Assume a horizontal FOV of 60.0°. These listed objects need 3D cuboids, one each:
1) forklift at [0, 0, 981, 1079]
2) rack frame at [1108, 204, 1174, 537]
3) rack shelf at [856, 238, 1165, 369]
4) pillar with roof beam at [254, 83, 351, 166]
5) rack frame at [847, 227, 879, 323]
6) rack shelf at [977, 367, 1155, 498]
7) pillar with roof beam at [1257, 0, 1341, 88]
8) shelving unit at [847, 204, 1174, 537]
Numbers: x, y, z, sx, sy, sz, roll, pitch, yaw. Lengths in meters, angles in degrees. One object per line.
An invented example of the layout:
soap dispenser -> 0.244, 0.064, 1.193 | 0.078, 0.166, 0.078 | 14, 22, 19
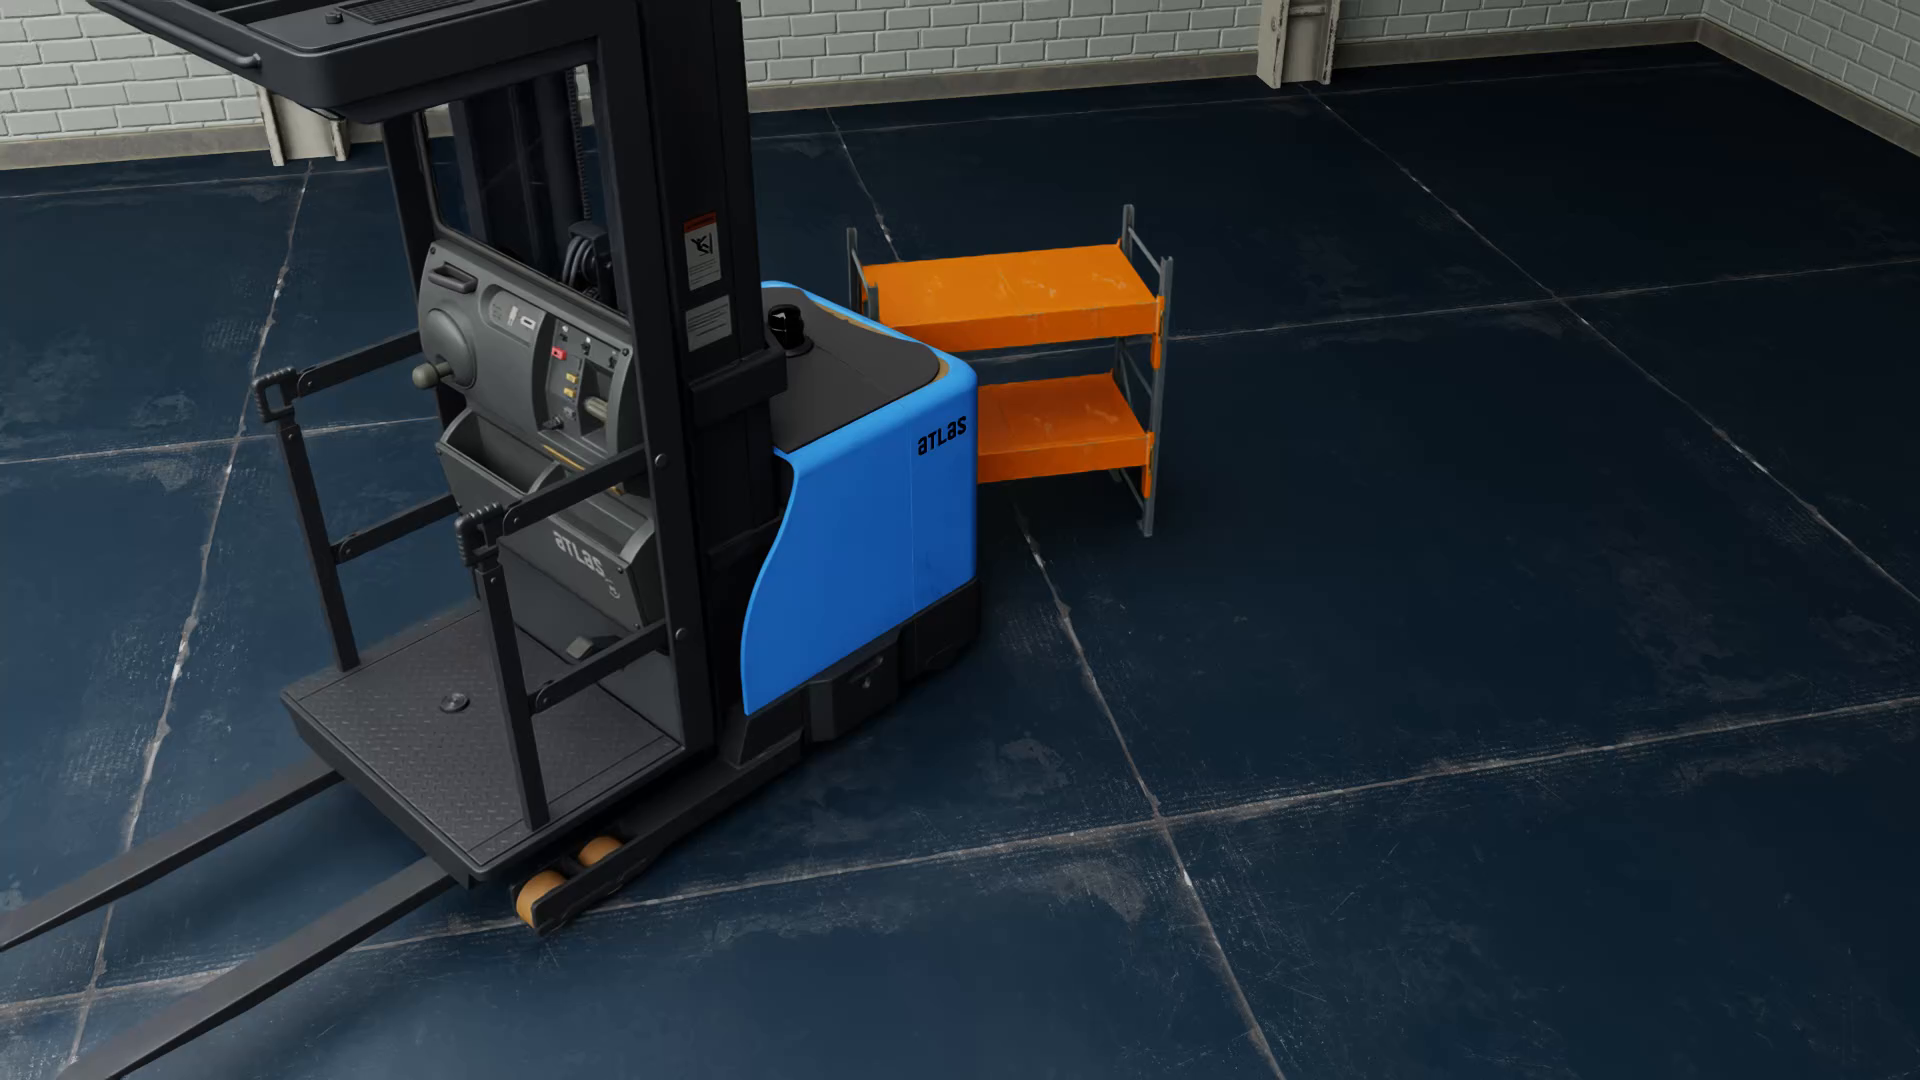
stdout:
forklift -> -1.310, -0.452, 4.294 | 1.130, 2.935, 3.031 | 28, 43, 35
rack frame -> 0.660, -0.617, 6.160 | 0.032, 1.125, 0.500 | -7, 34, -10
rack shelf -> 0.163, -0.802, 5.910 | 1.000, 0.278, 0.538 | -7, 34, -10
pillar with roof beam -> -2.770, -3.619, 3.567 | 0.400, 9.000, 9.100 | -7, 35, -11
rack frame -> -0.335, -0.501, 5.987 | 0.032, 1.125, 0.500 | -7, 34, -10
rack shelf -> 0.163, -0.356, 6.209 | 1.000, 0.278, 0.538 | -7, 34, -10
pillar with roof beam -> 3.082, -4.356, 4.666 | 0.400, 9.000, 9.100 | -7, 35, -11
shelving unit -> 0.163, -0.559, 6.073 | 1.048, 1.125, 0.538 | -7, 34, -10
